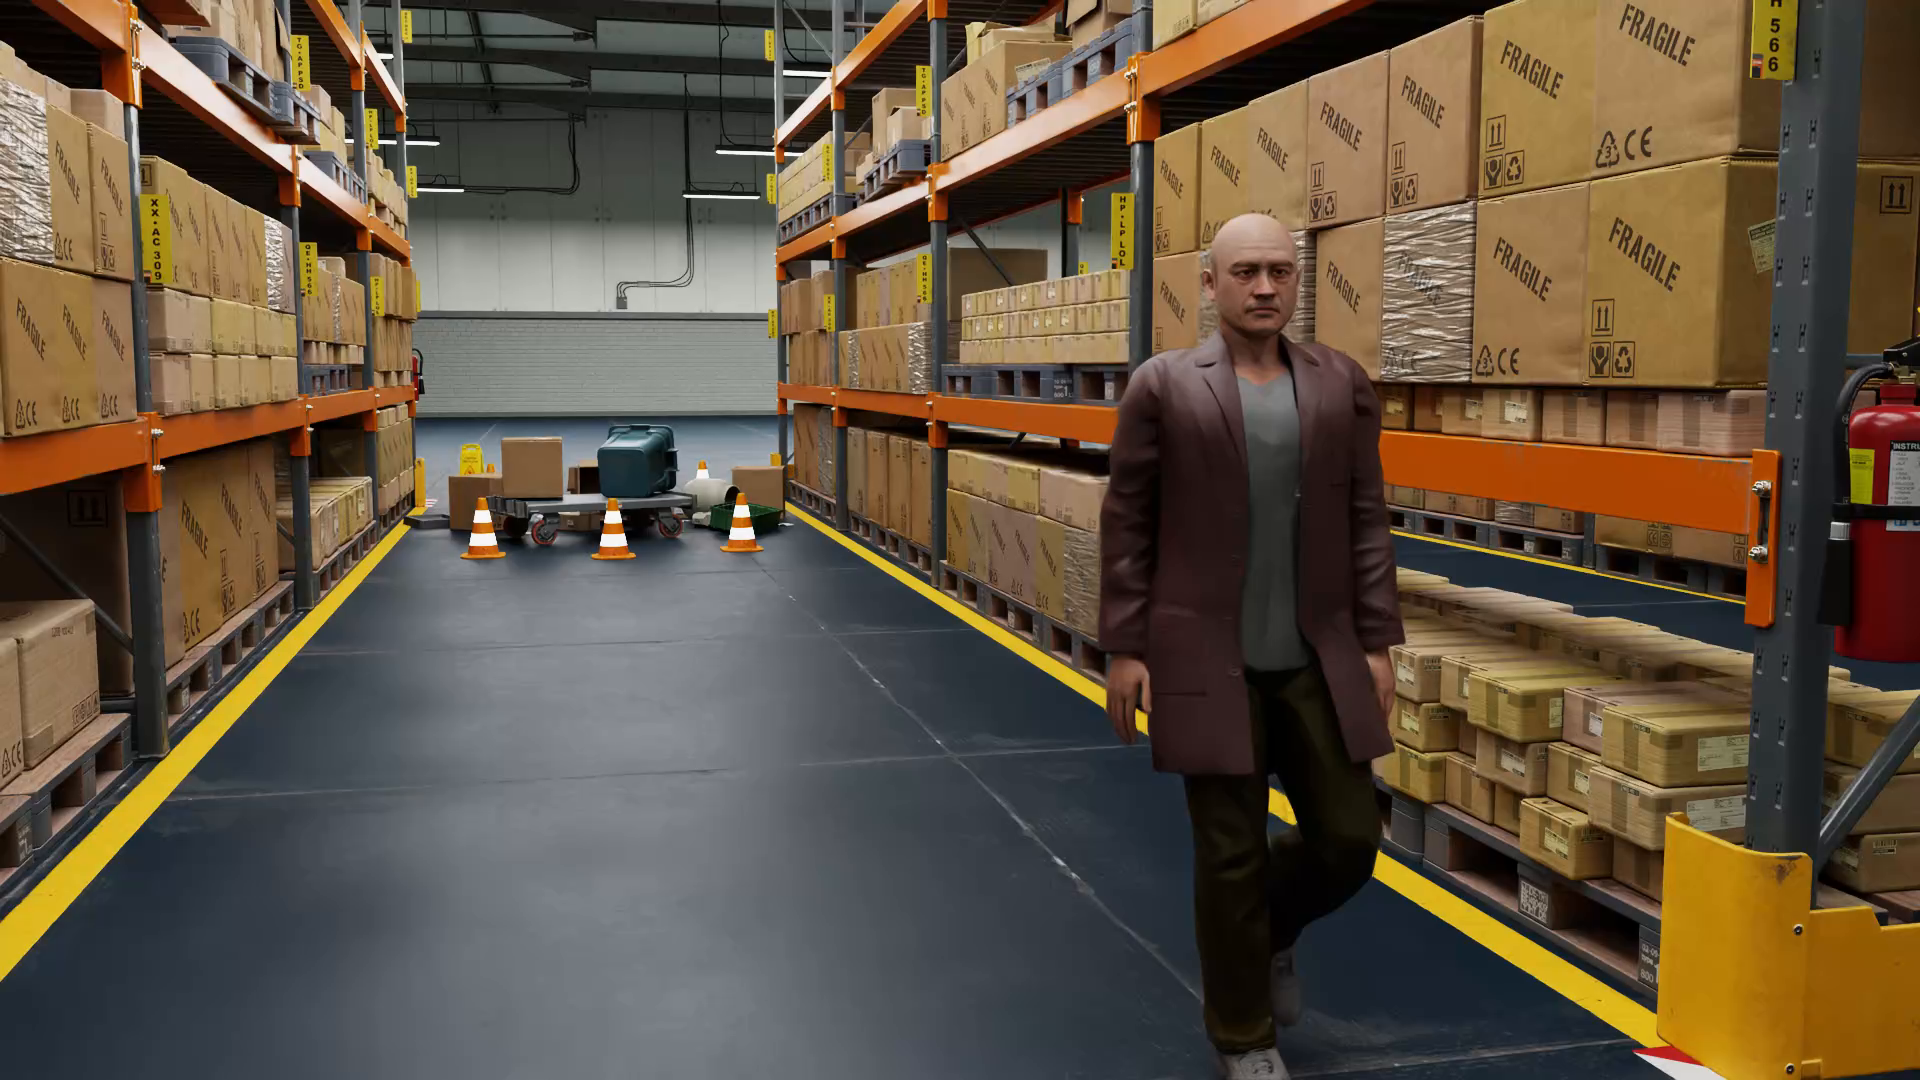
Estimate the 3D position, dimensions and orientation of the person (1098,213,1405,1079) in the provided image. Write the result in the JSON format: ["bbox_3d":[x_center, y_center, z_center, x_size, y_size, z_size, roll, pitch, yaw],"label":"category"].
[{"bbox_3d":[0.589,0.233,3.411,0.622,1.774,0.628,0,6,-4],"label":"person"}]
